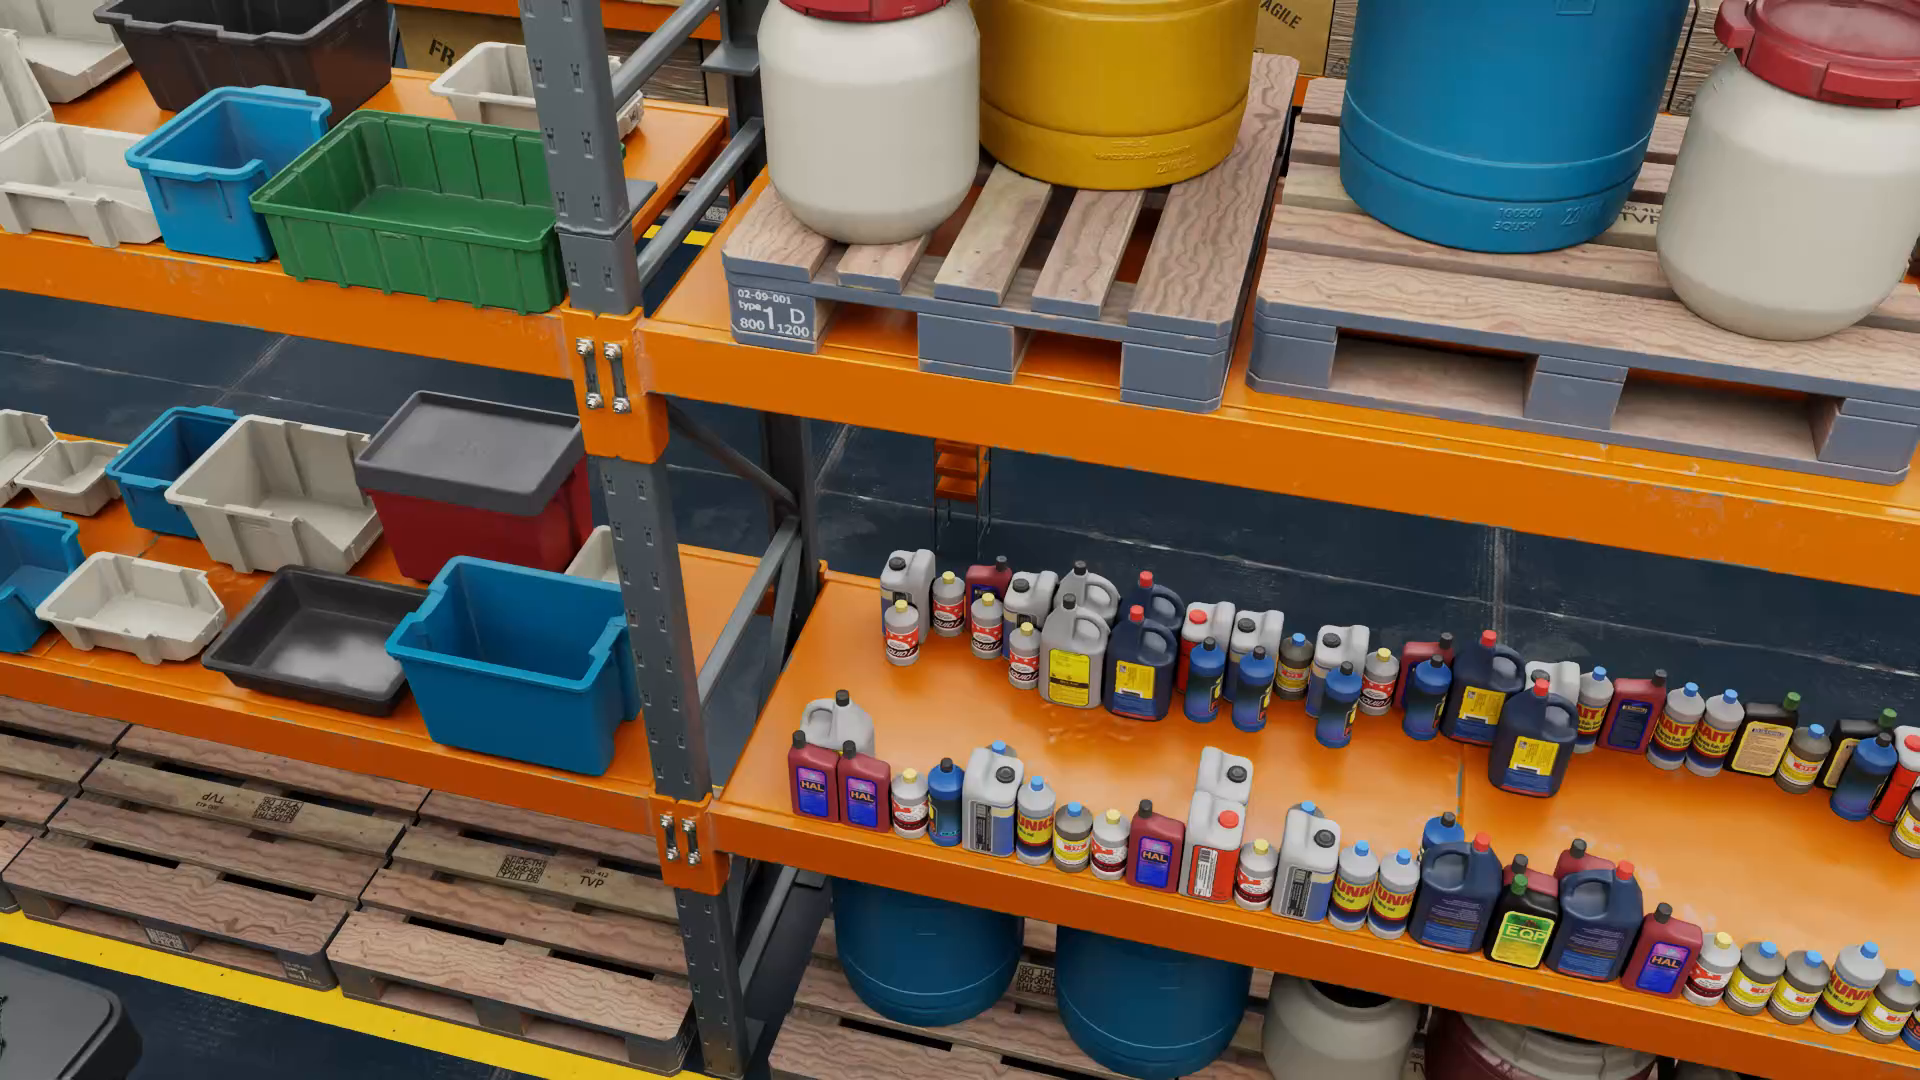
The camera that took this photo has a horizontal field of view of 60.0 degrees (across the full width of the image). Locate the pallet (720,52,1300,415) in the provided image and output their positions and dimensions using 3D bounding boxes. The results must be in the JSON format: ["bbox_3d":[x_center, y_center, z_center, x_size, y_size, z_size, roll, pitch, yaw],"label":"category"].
[{"bbox_3d":[0.166,-0.771,3.650,1.003,0.211,1.213,10,41,11],"label":"pallet"}]

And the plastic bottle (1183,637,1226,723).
[{"bbox_3d":[0.674,0.375,4.571,0.097,0.271,0.097,0,40,0],"label":"plastic bottle"}]

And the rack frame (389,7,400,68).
[{"bbox_3d":[-3.200,-3.506,9.092,0.127,3.000,1.000,10,41,11],"label":"rack frame"}]

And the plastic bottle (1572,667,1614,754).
[{"bbox_3d":[1.693,0.449,4.483,0.097,0.271,0.097,0,40,0],"label":"plastic bottle"}]

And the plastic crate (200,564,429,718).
[{"bbox_3d":[-1.767,0.299,4.729,0.590,0.125,0.437,10,41,11],"label":"plastic crate"}]

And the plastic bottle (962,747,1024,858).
[{"bbox_3d":[0.086,0.658,4.231,0.135,0.276,0.152,10,41,11],"label":"plastic bottle"}]

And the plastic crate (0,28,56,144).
[{"bbox_3d":[-2.419,-0.972,3.835,0.530,0.282,0.437,10,41,11],"label":"plastic crate"}]

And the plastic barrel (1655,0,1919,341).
[{"bbox_3d":[1.496,-0.662,2.941,0.433,0.535,0.433,0,40,0],"label":"plastic barrel"}]

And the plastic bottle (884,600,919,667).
[{"bbox_3d":[-0.166,0.257,4.766,0.097,0.201,0.097,0,40,0],"label":"plastic bottle"}]

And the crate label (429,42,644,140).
[{"bbox_3d":[-1.014,-1.073,4.067,0.466,0.136,0.293,10,41,11],"label":"crate label"}]

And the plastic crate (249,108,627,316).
[{"bbox_3d":[-1.104,-0.714,3.600,0.662,0.188,0.450,10,41,11],"label":"plastic crate"}]

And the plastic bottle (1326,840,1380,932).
[{"bbox_3d":[0.956,0.828,4.032,0.097,0.271,0.097,0,40,0],"label":"plastic bottle"}]

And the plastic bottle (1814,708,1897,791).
[{"bbox_3d":[2.349,0.545,4.359,0.133,0.283,0.061,10,41,11],"label":"plastic bottle"}]

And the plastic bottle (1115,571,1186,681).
[{"bbox_3d":[0.535,0.235,4.676,0.185,0.351,0.144,10,41,11],"label":"plastic bottle"}]

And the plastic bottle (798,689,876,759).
[{"bbox_3d":[-0.321,0.521,4.335,0.185,0.351,0.144,10,41,11],"label":"plastic bottle"}]

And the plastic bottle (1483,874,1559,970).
[{"bbox_3d":[1.335,0.900,3.936,0.133,0.283,0.061,10,41,11],"label":"plastic bottle"}]

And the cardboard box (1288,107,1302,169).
[{"bbox_3d":[2.151,-1.946,8.561,0.875,0.875,1.225,8,41,10],"label":"cardboard box"}]

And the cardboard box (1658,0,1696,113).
[{"bbox_3d":[3.005,-2.313,7.595,0.500,0.500,0.500,9,41,10],"label":"cardboard box"}]

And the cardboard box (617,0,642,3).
[{"bbox_3d":[-1.700,-2.934,8.606,0.250,0.149,0.380,9,41,11],"label":"cardboard box"}]

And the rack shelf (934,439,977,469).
[{"bbox_3d":[0.014,-0.423,6.890,0.180,0.103,0.258,10,41,11],"label":"rack shelf"}]

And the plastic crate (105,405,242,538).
[{"bbox_3d":[-2.430,-0.206,5.246,0.300,0.233,0.416,10,41,11],"label":"plastic crate"}]

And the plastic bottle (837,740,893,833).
[{"bbox_3d":[-0.244,0.629,4.260,0.133,0.283,0.061,10,41,11],"label":"plastic bottle"}]

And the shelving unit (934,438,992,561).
[{"bbox_3d":[0.014,-0.457,6.861,0.189,1.200,0.258,10,41,11],"label":"shelving unit"}]

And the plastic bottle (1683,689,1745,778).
[{"bbox_3d":[2.010,0.504,4.418,0.097,0.271,0.097,0,40,0],"label":"plastic bottle"}]

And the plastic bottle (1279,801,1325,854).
[{"bbox_3d":[0.865,0.737,4.194,0.097,0.201,0.097,0,40,0],"label":"plastic bottle"}]

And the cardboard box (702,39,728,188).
[{"bbox_3d":[-0.822,-2.497,9.217,0.875,0.875,0.875,10,41,11],"label":"cardboard box"}]

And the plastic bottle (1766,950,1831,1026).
[{"bbox_3d":[1.947,1.025,3.852,0.097,0.201,0.097,0,40,0],"label":"plastic bottle"}]

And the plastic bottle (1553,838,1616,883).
[{"bbox_3d":[1.501,0.833,4.016,0.133,0.283,0.061,10,41,11],"label":"plastic bottle"}]

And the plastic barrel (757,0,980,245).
[{"bbox_3d":[-0.173,-0.882,3.204,0.433,0.535,0.433,0,40,0],"label":"plastic barrel"}]

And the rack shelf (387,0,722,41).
[{"bbox_3d":[-1.268,-2.898,8.928,4.000,0.370,1.077,10,41,11],"label":"rack shelf"}]

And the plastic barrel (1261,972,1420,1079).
[{"bbox_3d":[1.111,1.396,4.863,0.421,0.512,0.421,0,40,0],"label":"plastic barrel"}]

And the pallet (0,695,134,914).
[{"bbox_3d":[-3.694,0.800,6.133,1.213,0.211,1.003,10,41,11],"label":"pallet"}]

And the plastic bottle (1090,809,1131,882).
[{"bbox_3d":[0.379,0.755,4.173,0.097,0.201,0.097,0,40,0],"label":"plastic bottle"}]

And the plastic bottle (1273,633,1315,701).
[{"bbox_3d":[0.937,0.346,4.660,0.097,0.201,0.097,0,40,0],"label":"plastic bottle"}]

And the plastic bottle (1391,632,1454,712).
[{"bbox_3d":[1.277,0.361,4.579,0.133,0.283,0.061,10,41,11],"label":"plastic bottle"}]

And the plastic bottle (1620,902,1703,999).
[{"bbox_3d":[1.643,0.953,3.873,0.133,0.283,0.061,10,41,11],"label":"plastic bottle"}]

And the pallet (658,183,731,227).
[{"bbox_3d":[-1.233,-2.150,9.646,1.213,0.211,1.003,10,41,11],"label":"pallet"}]

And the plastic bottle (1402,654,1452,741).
[{"bbox_3d":[1.274,0.418,4.520,0.097,0.271,0.097,0,40,0],"label":"plastic bottle"}]

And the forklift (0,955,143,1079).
[{"bbox_3d":[-1.867,1.724,2.919,3.031,2.935,1.130,12,42,14],"label":"forklift"}]

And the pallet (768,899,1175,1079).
[{"bbox_3d":[0.118,1.458,5.350,1.213,0.211,1.003,10,41,11],"label":"pallet"}]

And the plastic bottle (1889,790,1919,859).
[{"bbox_3d":[2.452,0.708,4.229,0.097,0.201,0.097,0,40,0],"label":"plastic bottle"}]

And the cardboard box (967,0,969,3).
[{"bbox_3d":[0.170,-2.808,8.146,0.500,0.250,0.500,9,41,11],"label":"cardboard box"}]

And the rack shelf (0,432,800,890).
[{"bbox_3d":[-2.548,0.179,5.264,4.000,0.370,1.077,10,41,11],"label":"rack shelf"}]

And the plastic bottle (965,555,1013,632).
[{"bbox_3d":[0.083,0.155,4.823,0.133,0.283,0.061,10,41,11],"label":"plastic bottle"}]
